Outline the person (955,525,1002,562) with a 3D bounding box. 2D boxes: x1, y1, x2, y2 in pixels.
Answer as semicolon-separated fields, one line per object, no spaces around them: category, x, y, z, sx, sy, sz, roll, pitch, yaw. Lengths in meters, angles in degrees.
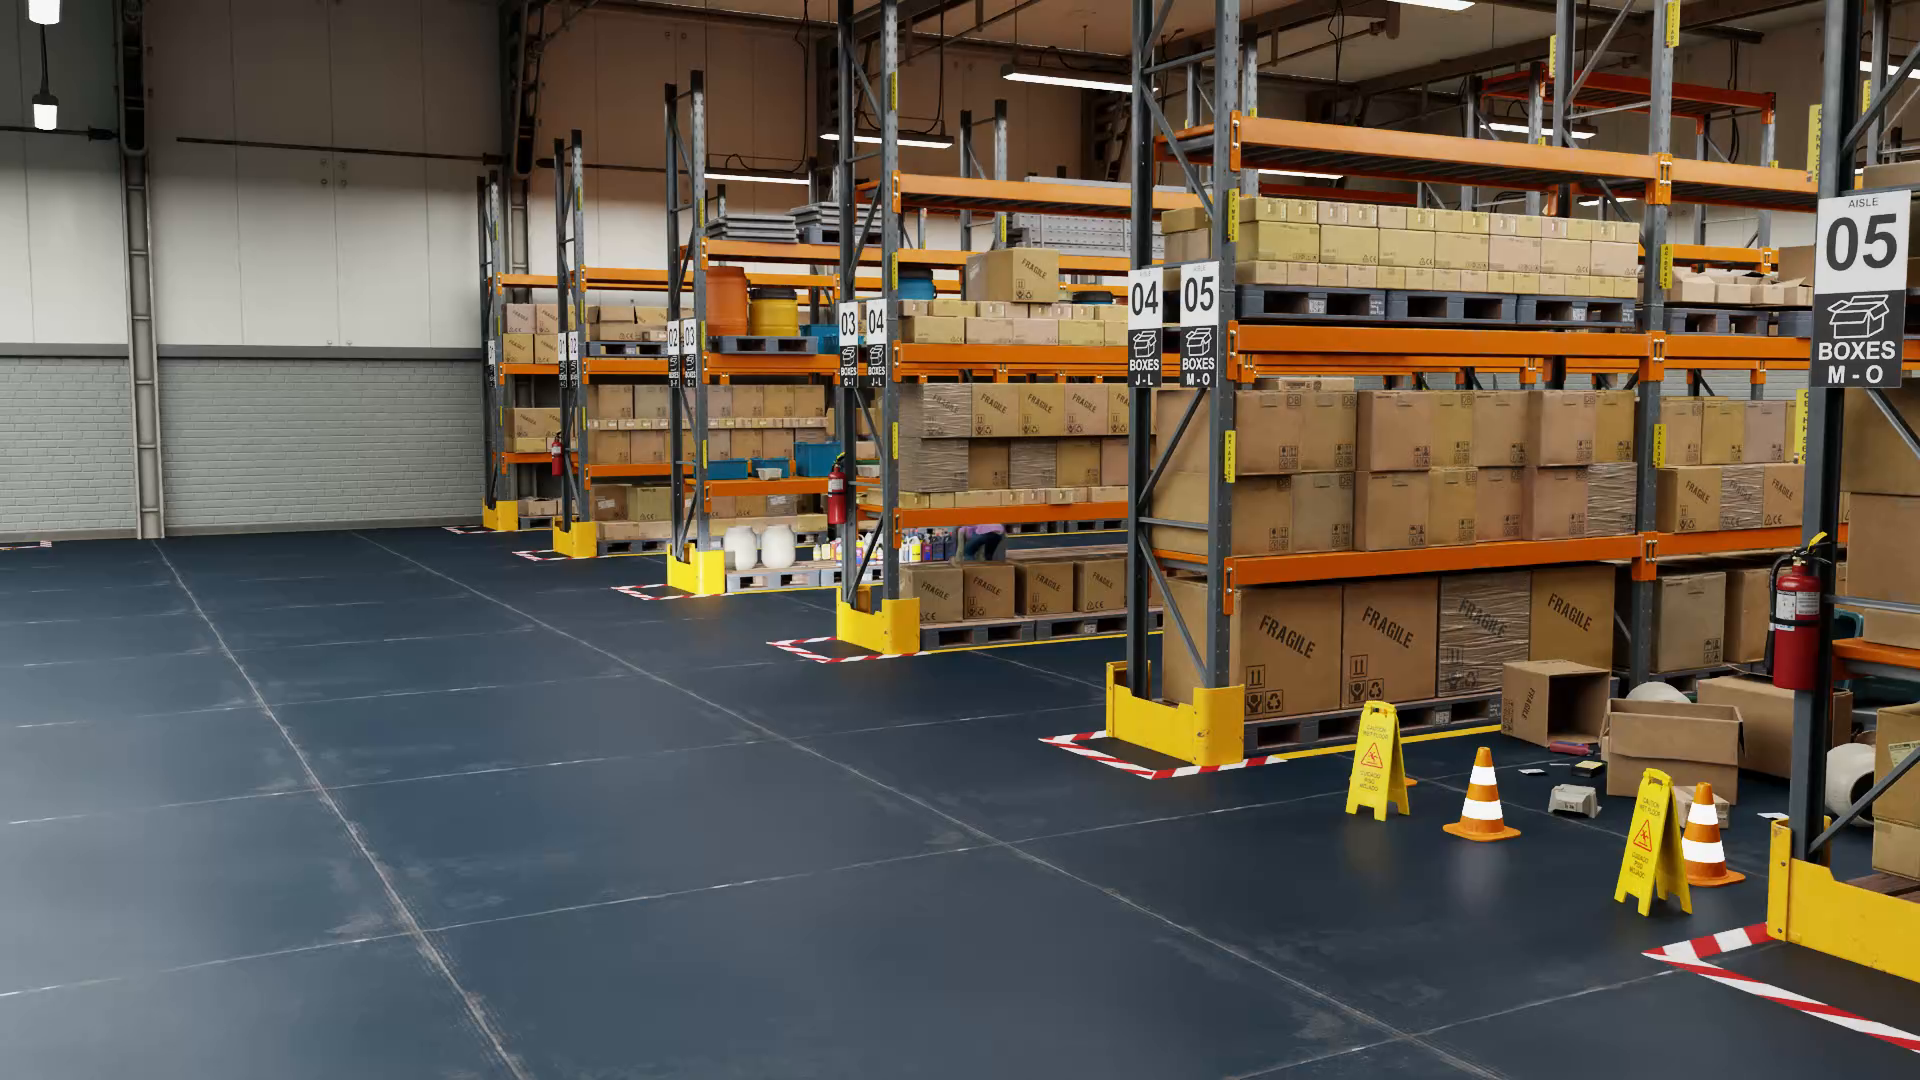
person;0.202;0.157;19.828;0.355;0.887;0.847;-3;6;-31
